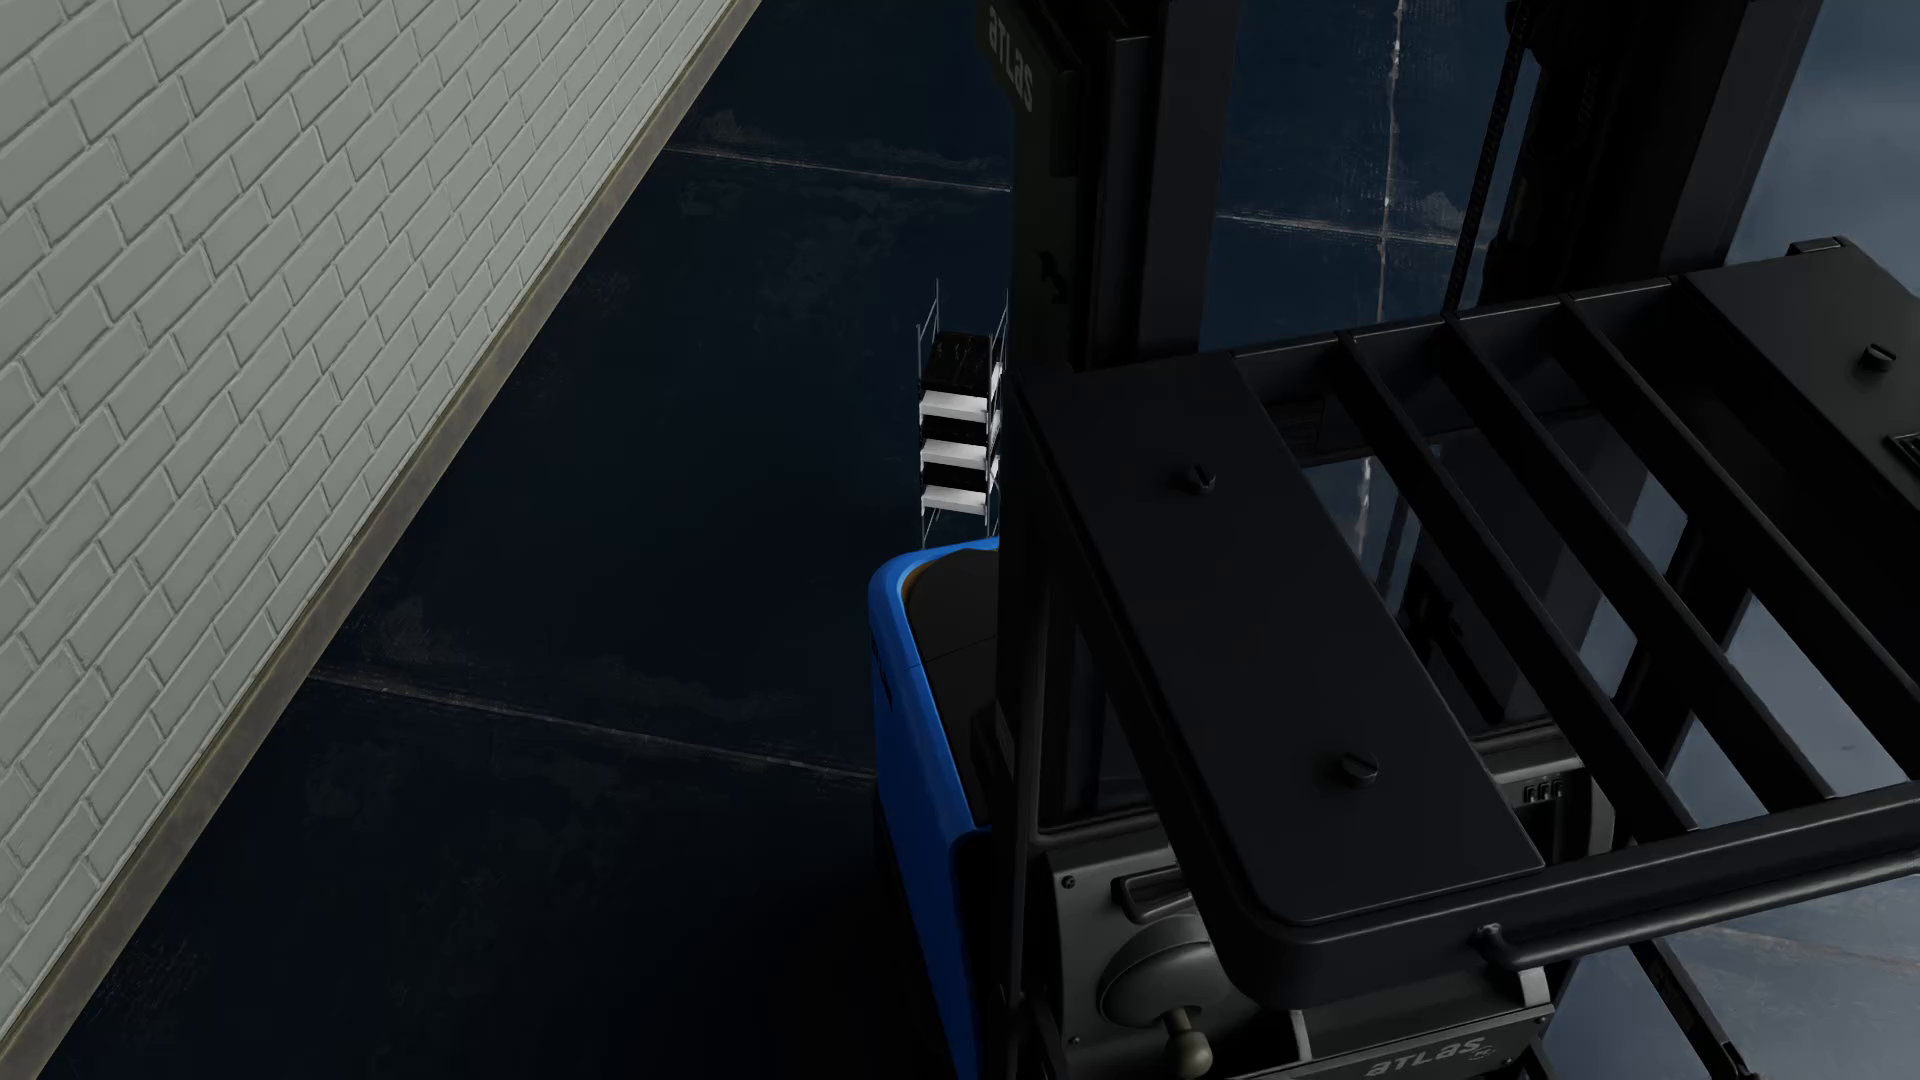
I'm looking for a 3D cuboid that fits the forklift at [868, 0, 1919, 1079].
[{"bbox_3d":[0.649,0.662,2.448,1.130,2.935,3.031,-10,45,-11],"label":"forklift"}]

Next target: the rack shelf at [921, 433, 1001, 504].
[{"bbox_3d":[0.008,-0.234,5.022,0.200,0.077,0.258,9,45,9],"label":"rack shelf"}]

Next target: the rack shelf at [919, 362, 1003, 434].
[{"bbox_3d":[0.008,-0.429,4.835,0.200,0.077,0.258,9,45,9],"label":"rack shelf"}]

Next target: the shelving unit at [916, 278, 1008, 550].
[{"bbox_3d":[0.008,-0.323,4.937,0.210,0.900,0.258,9,45,9],"label":"shelving unit"}]

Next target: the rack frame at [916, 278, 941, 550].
[{"bbox_3d":[-0.091,-0.338,4.953,0.006,0.900,0.240,9,45,9],"label":"rack frame"}]

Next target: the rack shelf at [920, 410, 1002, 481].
[{"bbox_3d":[0.008,-0.299,4.960,0.200,0.077,0.258,9,45,9],"label":"rack shelf"}]

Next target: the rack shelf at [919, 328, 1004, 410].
[{"bbox_3d":[0.008,-0.493,4.773,0.200,0.077,0.258,9,45,9],"label":"rack shelf"}]

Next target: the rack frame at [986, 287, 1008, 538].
[{"bbox_3d":[0.107,-0.308,4.921,0.006,0.900,0.240,9,45,9],"label":"rack frame"}]

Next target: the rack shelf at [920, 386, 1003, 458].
[{"bbox_3d":[0.008,-0.364,4.897,0.200,0.077,0.258,9,45,9],"label":"rack shelf"}]

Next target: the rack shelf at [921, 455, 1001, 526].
[{"bbox_3d":[0.008,-0.169,5.085,0.200,0.077,0.258,9,45,9],"label":"rack shelf"}]
